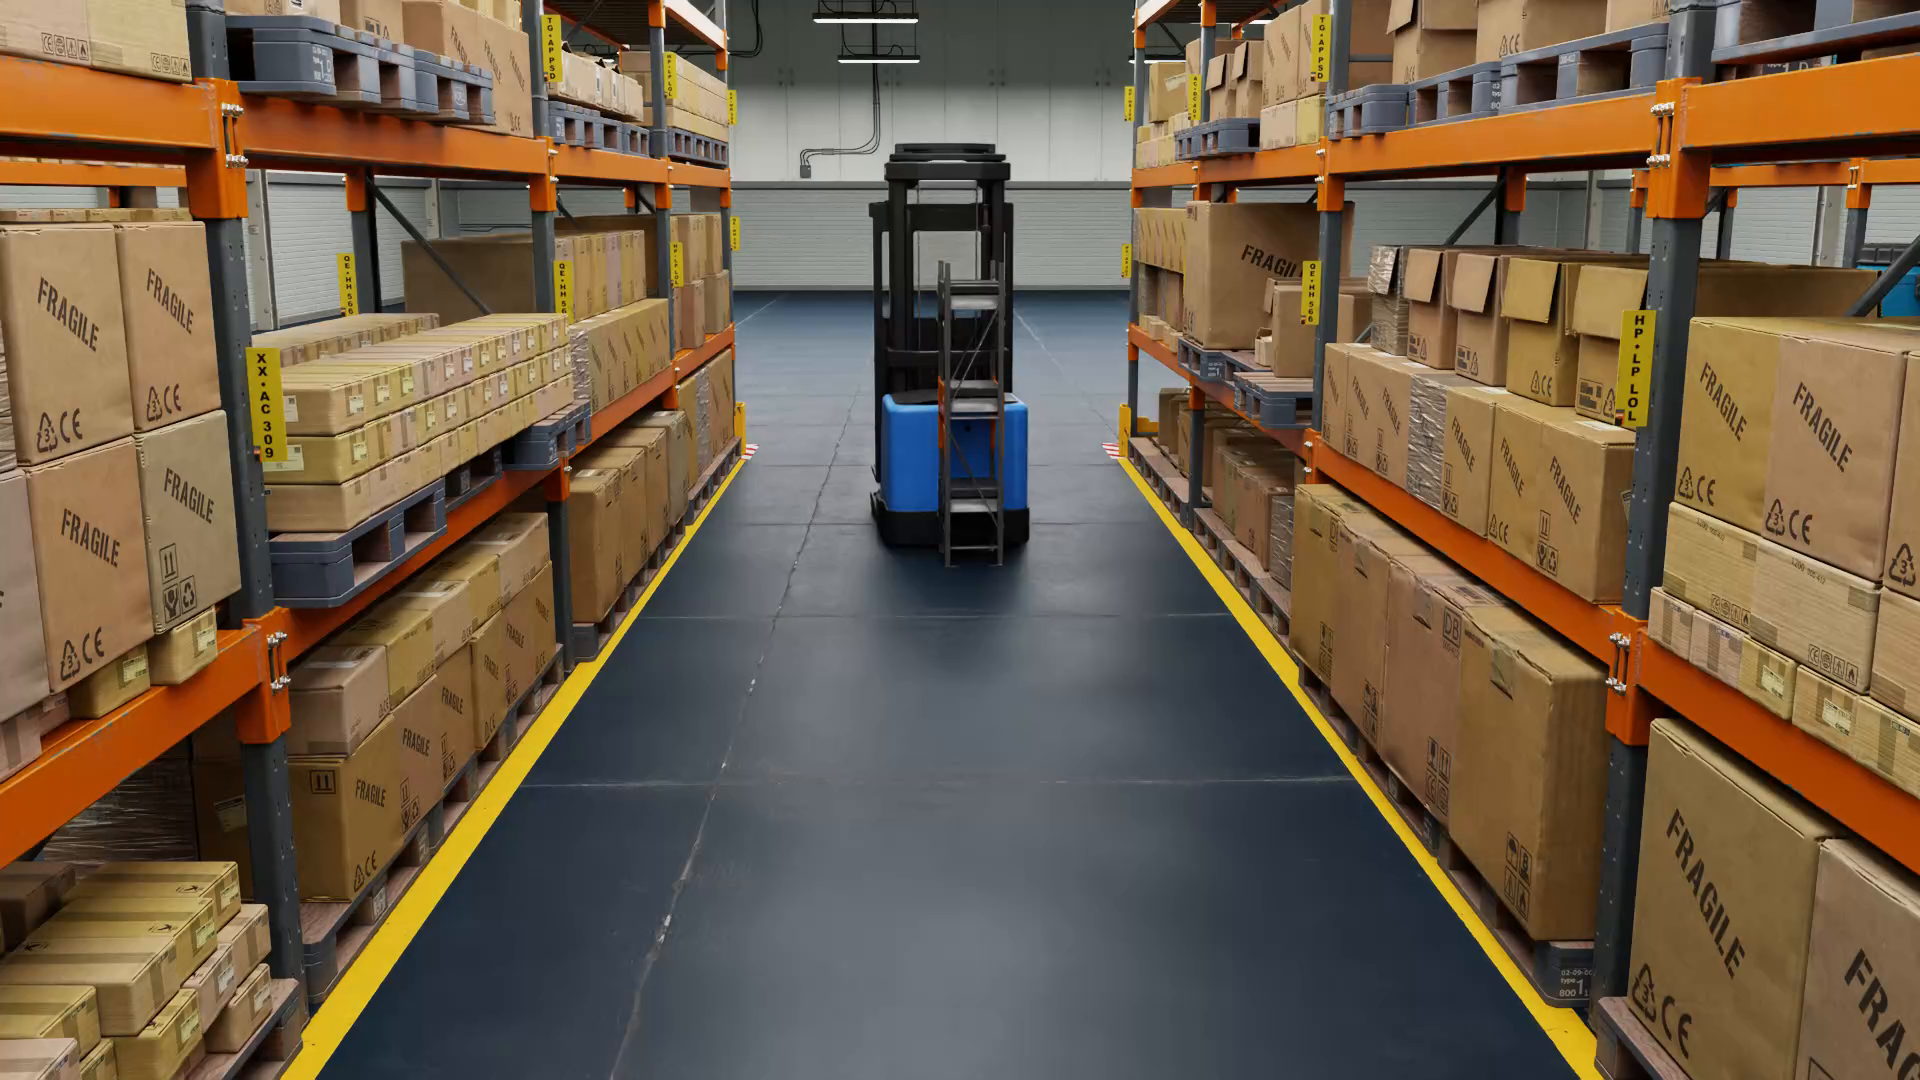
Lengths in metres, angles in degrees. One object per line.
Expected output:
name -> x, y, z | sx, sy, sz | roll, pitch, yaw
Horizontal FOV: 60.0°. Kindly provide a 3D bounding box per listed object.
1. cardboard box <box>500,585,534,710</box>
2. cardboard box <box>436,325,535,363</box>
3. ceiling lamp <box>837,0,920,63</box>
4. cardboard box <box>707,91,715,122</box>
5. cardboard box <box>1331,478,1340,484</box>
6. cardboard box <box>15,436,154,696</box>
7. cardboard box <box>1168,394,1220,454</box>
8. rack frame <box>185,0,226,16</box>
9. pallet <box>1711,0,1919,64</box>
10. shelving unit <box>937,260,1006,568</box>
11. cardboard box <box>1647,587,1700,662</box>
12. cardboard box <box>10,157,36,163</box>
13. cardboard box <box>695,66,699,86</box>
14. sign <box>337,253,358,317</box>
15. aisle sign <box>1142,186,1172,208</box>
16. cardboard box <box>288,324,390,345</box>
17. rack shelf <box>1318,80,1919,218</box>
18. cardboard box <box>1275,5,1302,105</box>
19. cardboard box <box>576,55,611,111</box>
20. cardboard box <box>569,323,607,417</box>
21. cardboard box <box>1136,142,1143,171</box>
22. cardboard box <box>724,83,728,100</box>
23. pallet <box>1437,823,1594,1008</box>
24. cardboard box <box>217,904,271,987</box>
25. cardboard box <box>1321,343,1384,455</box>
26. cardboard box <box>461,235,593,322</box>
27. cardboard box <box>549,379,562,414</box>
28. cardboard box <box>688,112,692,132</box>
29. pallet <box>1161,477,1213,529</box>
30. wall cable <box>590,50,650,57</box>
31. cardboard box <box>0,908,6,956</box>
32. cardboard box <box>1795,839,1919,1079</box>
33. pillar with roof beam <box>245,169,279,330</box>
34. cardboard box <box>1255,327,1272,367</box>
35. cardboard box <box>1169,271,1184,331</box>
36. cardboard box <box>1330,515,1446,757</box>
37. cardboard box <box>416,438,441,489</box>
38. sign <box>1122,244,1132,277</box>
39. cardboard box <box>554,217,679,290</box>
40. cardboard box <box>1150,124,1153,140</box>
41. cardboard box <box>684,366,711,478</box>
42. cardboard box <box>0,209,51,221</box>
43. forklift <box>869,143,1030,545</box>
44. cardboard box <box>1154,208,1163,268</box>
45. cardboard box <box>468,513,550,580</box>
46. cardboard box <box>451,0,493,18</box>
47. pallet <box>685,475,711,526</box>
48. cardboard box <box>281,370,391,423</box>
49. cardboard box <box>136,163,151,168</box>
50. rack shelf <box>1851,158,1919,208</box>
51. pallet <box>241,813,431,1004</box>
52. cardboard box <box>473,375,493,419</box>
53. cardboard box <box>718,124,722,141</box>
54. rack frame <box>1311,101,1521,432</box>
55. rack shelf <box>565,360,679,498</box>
cardboard box -> -2.319, 0.501, 7.778 | 0.500, 0.500, 0.500 | 0, 11, 1
cardboard box -> -2.115, -0.875, 7.408 | 0.380, 0.149, 0.250 | 0, 11, 1
ceiling lamp -> -1.966, -13.184, 40.232 | 2.000, 3.185, 0.800 | 0, 11, -1
cardboard box -> -2.458, -3.844, 14.738 | 0.500, 0.250, 0.500 | 0, 11, -1
cardboard box -> 2.316, -0.243, 9.507 | 0.500, 0.250, 0.500 | 0, 11, 1
cardboard box -> -2.216, 0.047, 3.784 | 0.500, 0.500, 0.500 | -1, 11, -3
cardboard box -> 2.237, -1.080, 15.569 | 0.500, 0.500, 0.500 | 3, 12, 14
rack frame -> -2.518, -2.897, 4.204 | 1.000, 3.000, 0.127 | 0, 11, -1
pallet -> 2.449, -1.221, 3.710 | 1.003, 0.211, 1.213 | 0, 11, -1
shelving unit -> 0.073, -0.885, 11.642 | 0.431, 2.100, 0.503 | -1, 12, -6
cardboard box -> 2.116, 0.227, 4.530 | 0.380, 0.149, 0.250 | 0, 11, -1
cardboard box -> -7.339, -2.969, 12.734 | 0.380, 0.149, 0.250 | 0, 11, -1
cardboard box -> -2.379, -3.866, 13.845 | 0.380, 0.149, 0.250 | 0, 11, -1
sign -> -3.156, -1.316, 8.590 | 0.100, 0.325, 0.005 | 0, 11, -1
aisle sign -> 1.893, -3.627, 16.356 | 0.394, 0.787, 0.004 | 0, 11, -1
cardboard box -> -2.772, -0.878, 7.424 | 0.380, 0.149, 0.250 | -1, 11, -4
rack shelf -> 2.401, -1.472, 6.535 | 1.077, 0.370, 4.000 | 0, 11, -1
cardboard box -> 2.078, -2.712, 9.328 | 0.500, 0.500, 0.500 | 0, 11, -1
cardboard box -> -2.417, -2.779, 10.086 | 0.500, 0.311, 0.500 | 0, 11, -2
cardboard box -> -2.354, -0.992, 9.653 | 0.500, 0.500, 0.500 | 0, 11, -2
cardboard box -> 1.946, -3.642, 15.799 | 0.500, 0.250, 0.500 | 0, 11, 1
cardboard box -> -2.420, -4.269, 15.831 | 0.380, 0.149, 0.250 | 0, 11, -1
pallet -> 2.351, 1.257, 5.833 | 1.003, 0.211, 1.213 | 0, 11, -1
cardboard box -> -2.194, 1.150, 4.710 | 0.380, 0.149, 0.250 | 0, 11, 0
cardboard box -> 2.098, -0.703, 8.229 | 0.500, 0.500, 0.500 | 0, 11, 1
cardboard box -> -2.625, -1.582, 10.048 | 0.700, 0.500, 0.500 | 0, 11, -2
cardboard box -> -2.128, -0.689, 7.985 | 0.380, 0.149, 0.250 | 0, 11, -1
cardboard box -> -2.367, -3.373, 13.421 | 0.380, 0.149, 0.250 | 0, 11, -2
pallet -> 2.228, -0.314, 13.575 | 1.003, 0.211, 1.213 | 0, 11, -1
wall cable -> -10.217, -12.597, 47.127 | 3.097, 2.526, 0.112 | 0, 11, -1
cardboard box -> -2.772, 1.068, 4.370 | 0.380, 0.149, 0.250 | 0, 11, 2
cardboard box -> 2.395, 1.189, 3.441 | 0.875, 0.875, 0.875 | 0, 11, -1
pillar with roof beam -> -9.630, -8.674, 32.682 | 9.100, 9.000, 0.548 | 0, 11, -1
cardboard box -> 2.055, -1.222, 10.321 | 0.396, 0.266, 0.258 | -1, 11, -3
cardboard box -> 2.244, -2.030, 14.021 | 0.875, 0.500, 0.500 | 0, 11, -1
cardboard box -> 2.364, 0.398, 7.340 | 1.225, 0.875, 0.875 | 0, 11, -1
cardboard box -> -2.084, -0.274, 5.941 | 0.380, 0.149, 0.250 | 0, 11, -1
sign -> 1.652, -2.764, 16.462 | 0.100, 0.325, 0.005 | 0, 11, -1
cardboard box -> -2.657, -2.223, 12.879 | 0.875, 0.550, 0.550 | 0, 11, -1
cardboard box -> 1.940, -3.722, 15.193 | 0.380, 0.149, 0.250 | 0, 11, 1
cardboard box -> -2.649, -1.016, 14.309 | 0.875, 0.875, 0.875 | 0, 11, -1
cardboard box -> -7.423, -2.279, 12.736 | 0.700, 0.500, 0.500 | 0, 11, -2
forklift -> -0.155, -1.643, 13.284 | 1.130, 2.935, 3.031 | -1, 12, -6
cardboard box -> 1.965, -2.618, 14.406 | 0.500, 0.500, 0.500 | 0, 11, -1
cardboard box -> -2.325, 0.035, 8.187 | 0.500, 0.250, 0.500 | -1, 11, -2
cardboard box -> -2.307, -2.465, 7.442 | 0.396, 0.266, 0.258 | 0, 11, -1
pallet -> -2.621, -0.332, 13.663 | 1.003, 0.211, 1.213 | 0, 11, -1
cardboard box -> -2.079, -0.466, 5.393 | 0.380, 0.149, 0.250 | 0, 11, 0
cardboard box -> -7.426, -3.376, 14.745 | 0.380, 0.149, 0.250 | 0, 11, -2
rack shelf -> 7.270, -2.287, 10.554 | 1.077, 0.370, 4.000 | 0, 11, -1
pallet -> -2.536, 1.255, 5.840 | 1.003, 0.211, 1.213 | 0, 11, -1
cardboard box -> -2.101, -0.576, 6.682 | 0.380, 0.149, 0.250 | 0, 11, -2
cardboard box -> -2.410, -3.778, 15.416 | 0.380, 0.149, 0.250 | 0, 11, 0
rack frame -> 2.360, -0.752, 8.721 | 1.000, 3.000, 0.127 | 0, 11, -1
rack shelf -> -2.642, -0.797, 10.751 | 1.077, 0.370, 4.000 | 0, 11, -1
